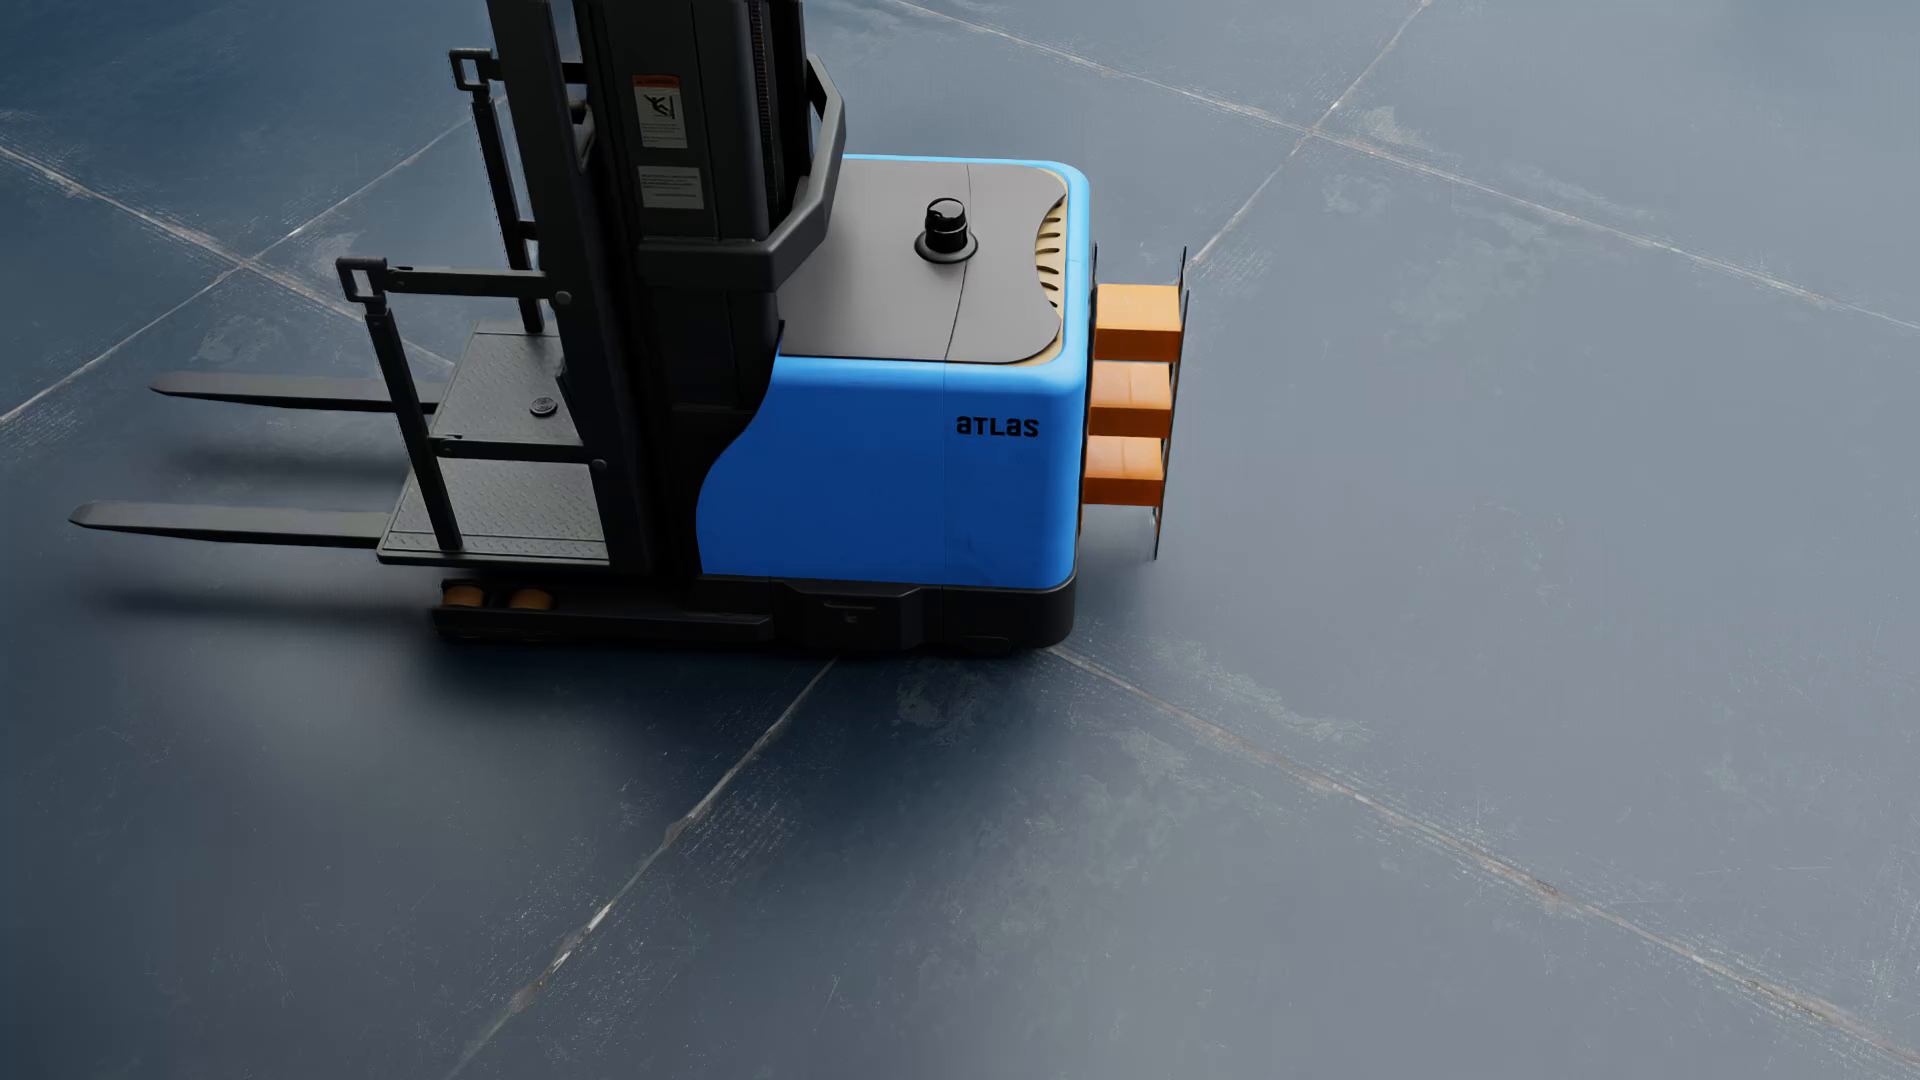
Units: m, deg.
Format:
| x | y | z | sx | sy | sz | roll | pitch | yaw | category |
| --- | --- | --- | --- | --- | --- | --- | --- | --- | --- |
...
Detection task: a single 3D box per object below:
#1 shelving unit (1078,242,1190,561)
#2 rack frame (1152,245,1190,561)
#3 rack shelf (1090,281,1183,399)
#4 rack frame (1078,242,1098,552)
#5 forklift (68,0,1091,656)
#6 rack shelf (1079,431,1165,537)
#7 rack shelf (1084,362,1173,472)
| x | y | z | sx | sy | sz | roll | pitch | yaw | category |
| --- | --- | --- | --- | --- | --- | --- | --- | --- | --- |
| 0.493 | -0.378 | 4.885 | 0.252 | 1.050 | 0.215 | 2 | 46 | 2 | shelving unit |
| 0.614 | -0.373 | 4.881 | 0.008 | 1.050 | 0.200 | 2 | 46 | 2 | rack frame |
| 0.493 | -0.568 | 4.689 | 0.240 | 0.259 | 0.215 | 2 | 46 | 2 | rack shelf |
| 0.371 | -0.382 | 4.889 | 0.008 | 1.050 | 0.200 | 2 | 46 | 2 | rack frame |
| -1.151 | -1.095 | 4.271 | 3.031 | 2.935 | 1.130 | 3 | 46 | 3 | forklift |
| 0.493 | -0.177 | 5.092 | 0.240 | 0.259 | 0.215 | 2 | 46 | 2 | rack shelf |
| 0.493 | -0.370 | 4.893 | 0.240 | 0.259 | 0.215 | 2 | 46 | 2 | rack shelf |
